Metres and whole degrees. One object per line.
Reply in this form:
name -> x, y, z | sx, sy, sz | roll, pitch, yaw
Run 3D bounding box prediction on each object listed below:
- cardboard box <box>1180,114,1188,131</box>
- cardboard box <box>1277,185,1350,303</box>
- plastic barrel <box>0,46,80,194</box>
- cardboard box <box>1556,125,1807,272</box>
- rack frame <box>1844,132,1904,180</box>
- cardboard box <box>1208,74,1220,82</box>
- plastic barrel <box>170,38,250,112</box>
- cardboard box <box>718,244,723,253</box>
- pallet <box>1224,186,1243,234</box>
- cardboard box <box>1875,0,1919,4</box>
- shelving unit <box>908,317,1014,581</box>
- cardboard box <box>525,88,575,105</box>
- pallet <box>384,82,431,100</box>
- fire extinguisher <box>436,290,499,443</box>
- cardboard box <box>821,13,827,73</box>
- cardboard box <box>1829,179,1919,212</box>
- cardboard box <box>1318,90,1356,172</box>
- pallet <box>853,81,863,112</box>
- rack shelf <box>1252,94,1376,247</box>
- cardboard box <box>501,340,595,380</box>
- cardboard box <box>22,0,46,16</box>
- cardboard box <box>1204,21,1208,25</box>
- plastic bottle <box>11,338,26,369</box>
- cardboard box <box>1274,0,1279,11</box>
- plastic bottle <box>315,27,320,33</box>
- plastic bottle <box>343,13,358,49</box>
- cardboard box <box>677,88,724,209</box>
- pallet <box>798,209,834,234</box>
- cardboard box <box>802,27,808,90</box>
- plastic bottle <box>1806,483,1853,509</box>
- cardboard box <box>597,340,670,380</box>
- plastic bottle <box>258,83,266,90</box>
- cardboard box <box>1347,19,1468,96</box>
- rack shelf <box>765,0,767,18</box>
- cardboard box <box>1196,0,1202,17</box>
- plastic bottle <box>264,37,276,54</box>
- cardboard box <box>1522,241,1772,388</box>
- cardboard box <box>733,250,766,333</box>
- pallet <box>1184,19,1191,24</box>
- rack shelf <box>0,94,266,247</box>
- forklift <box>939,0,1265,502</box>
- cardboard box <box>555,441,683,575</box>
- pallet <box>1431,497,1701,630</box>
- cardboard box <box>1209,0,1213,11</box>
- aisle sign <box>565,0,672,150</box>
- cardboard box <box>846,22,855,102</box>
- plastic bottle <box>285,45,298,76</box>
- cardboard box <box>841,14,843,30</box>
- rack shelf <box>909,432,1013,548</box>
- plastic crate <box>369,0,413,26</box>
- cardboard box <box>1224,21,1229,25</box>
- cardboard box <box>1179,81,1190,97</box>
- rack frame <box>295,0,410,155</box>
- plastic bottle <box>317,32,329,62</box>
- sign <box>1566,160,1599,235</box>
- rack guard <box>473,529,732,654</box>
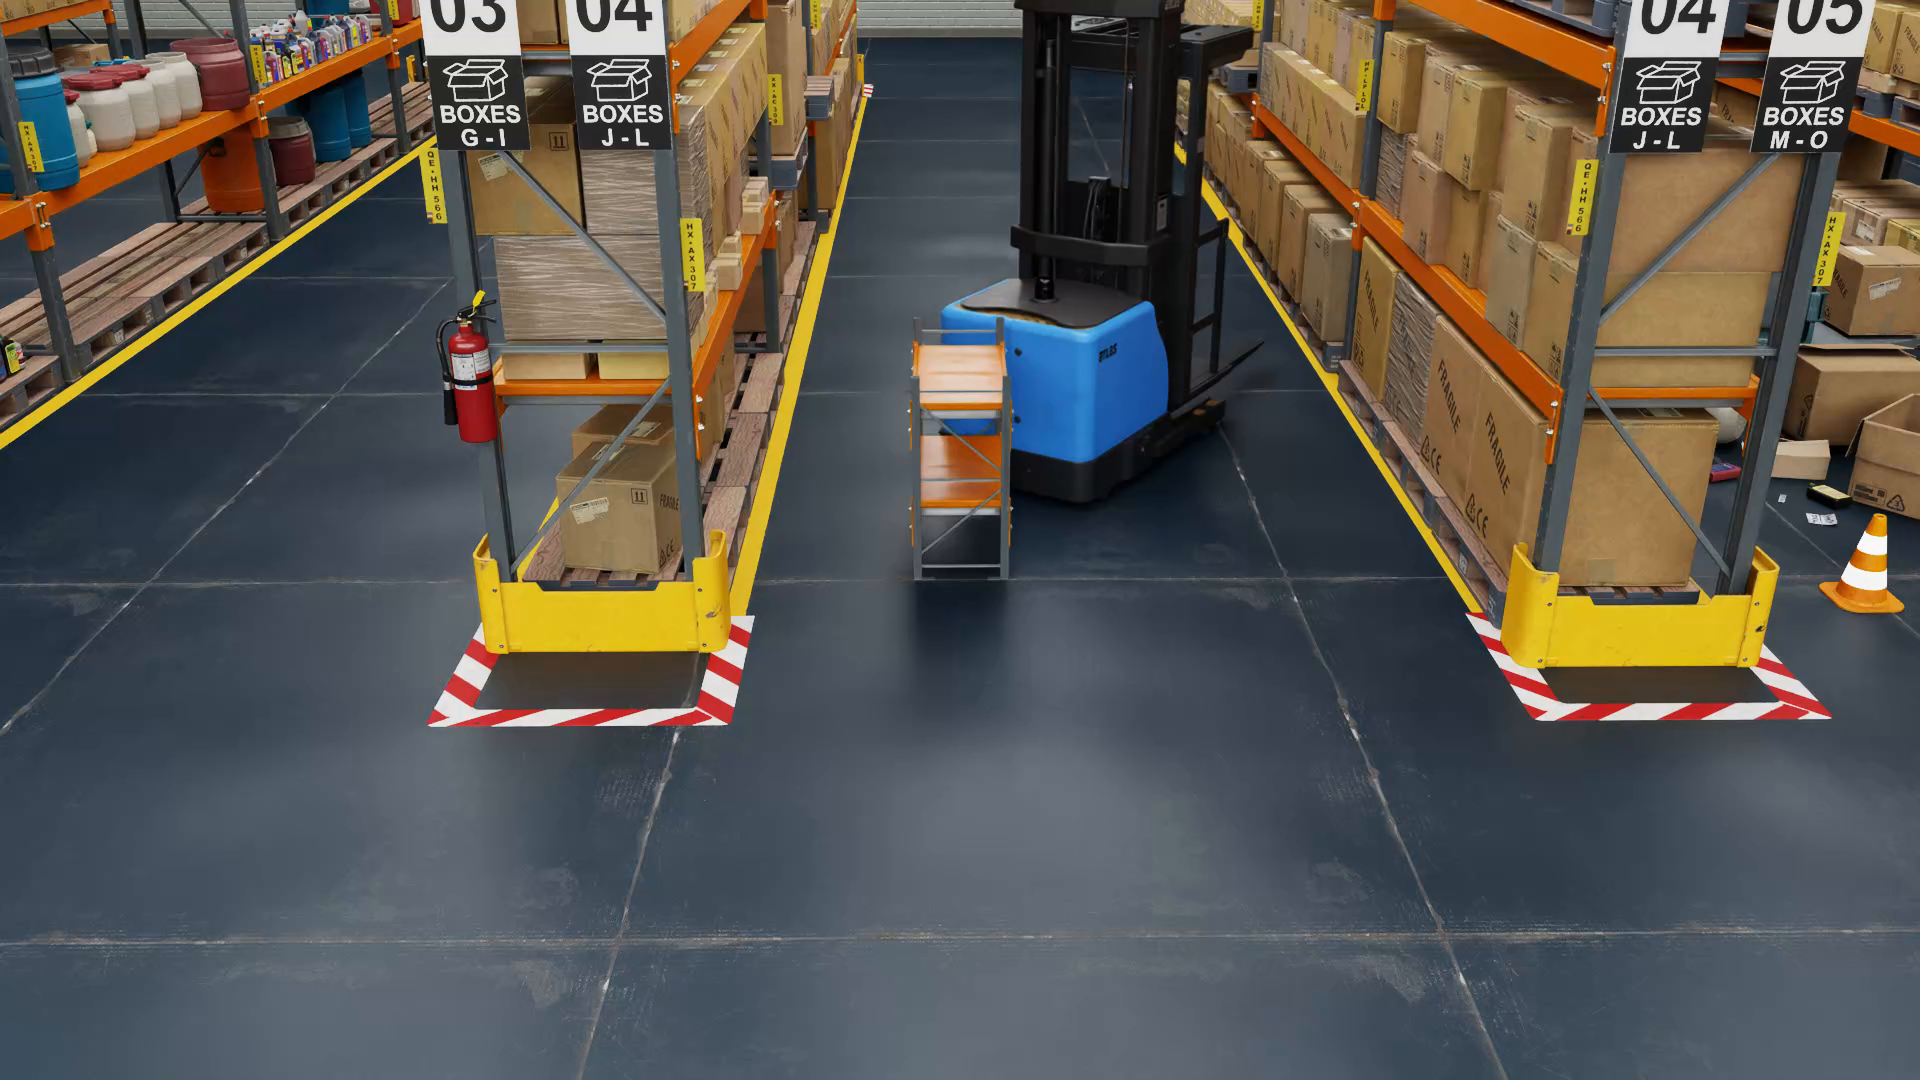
cardboard box -> 2.761, -4.838, 19.257 | 0.380, 0.149, 0.250 | 0, 24, 0
cardboard box -> 3.089, -2.308, 12.934 | 1.050, 0.750, 0.750 | 0, 24, -1
plastic barrel -> -6.422, -2.875, 11.359 | 0.600, 0.901, 0.708 | 0, 24, -1
cardboard box -> 3.271, -1.554, 7.554 | 0.875, 0.550, 0.550 | 0, 24, -1
rack frame -> 8.098, -4.201, 14.899 | 1.000, 3.000, 0.127 | 0, 24, -1
cardboard box -> 2.849, -4.874, 18.000 | 0.500, 0.250, 0.500 | -1, 24, -3
plastic barrel -> -6.456, -4.007, 14.304 | 0.600, 0.536, 0.708 | 0, 24, -1
cardboard box -> -1.544, -1.585, 9.420 | 0.380, 0.149, 0.250 | 0, 24, -1
pallet -> 3.142, -3.189, 16.045 | 1.003, 0.211, 1.213 | 0, 24, -1
cardboard box -> 7.871, -4.387, 14.318 | 0.500, 0.500, 0.500 | -1, 24, -2
shelving unit -> 0.000, -0.515, 9.024 | 0.538, 1.125, 1.048 | 0, 24, -1
cardboard box -> -1.989, -1.928, 8.178 | 0.500, 0.500, 0.500 | 0, 24, -1
pallet -> -6.881, -5.820, 21.863 | 1.003, 0.211, 1.213 | 0, 24, -1
fire extinguisher -> -2.184, -0.776, 7.419 | 0.296, 0.674, 0.183 | 0, 24, -1
cardboard box -> -1.562, -4.827, 16.162 | 0.500, 0.500, 0.500 | -1, 24, -2
cardboard box -> 8.094, -2.962, 14.839 | 0.950, 0.372, 0.625 | -2, 24, -4
cardboard box -> 2.914, -2.957, 12.026 | 0.500, 0.500, 0.500 | -1, 24, -1
pallet -> -1.812, -5.854, 21.936 | 1.003, 0.211, 1.213 | 0, 24, -1
rack shelf -> 3.171, -2.985, 13.084 | 1.077, 0.370, 4.000 | 0, 24, -1
cardboard box -> -1.934, -0.862, 7.821 | 0.380, 0.149, 0.250 | 0, 24, -1
cardboard box -> -11.513, -6.645, 20.182 | 0.500, 0.500, 0.500 | -1, 24, -1
cardboard box -> 2.670, -5.160, 16.814 | 0.380, 0.149, 0.250 | -1, 24, -2
plastic bottle -> -6.405, -1.264, 11.266 | 0.097, 0.201, 0.097 | 0, 24, 0
cardboard box -> 3.323, -5.321, 16.448 | 0.380, 0.149, 0.250 | -1, 24, -1
plastic bottle -> -6.594, -5.141, 17.133 | 0.097, 0.271, 0.097 | 0, 24, 0
plastic bottle -> -6.471, -5.383, 17.572 | 0.144, 0.351, 0.185 | 0, 24, -1
cardboard box -> -1.456, -1.931, 8.183 | 0.500, 0.500, 0.500 | 0, 24, -1
pallet -> -1.745, -3.211, 16.094 | 1.003, 0.211, 1.213 | 0, 24, -1
cardboard box -> -1.660, -3.942, 13.694 | 0.700, 0.500, 0.500 | 3, 25, 7
plastic bottle -> 5.078, -0.266, 9.764 | 0.133, 0.061, 0.283 | -9, 26, -19
cardboard box -> -1.489, -0.864, 7.826 | 0.380, 0.149, 0.250 | 0, 24, -1
plastic bottle -> -6.446, -4.258, 15.174 | 0.152, 0.276, 0.135 | 0, 24, -1
cardboard box -> 3.174, -3.407, 11.808 | 0.700, 0.500, 0.500 | -1, 24, -1
rack shelf -> -1.790, -4.372, 12.509 | 1.077, 0.370, 4.000 | 0, 24, -1
cardboard box -> 2.661, -5.513, 17.235 | 0.380, 0.149, 0.250 | -1, 24, -3
plastic bottle -> -7.047, -5.031, 16.975 | 0.097, 0.201, 0.097 | 0, 24, 0
cardboard box -> 3.187, -1.062, 7.776 | 0.875, 0.550, 0.550 | 0, 24, -1
cardboard box -> -1.753, -1.823, 12.140 | 0.700, 0.500, 0.500 | -2, 24, -5
pallet -> 2.968, -5.383, 17.744 | 1.003, 0.211, 1.213 | 0, 24, -1
rack shelf -> -6.742, -2.983, 13.078 | 1.077, 0.370, 4.000 | 0, 24, -1
forklift -> 1.086, -2.111, 10.361 | 1.130, 2.935, 3.031 | 15, 28, 29
cardboard box -> -1.714, -0.170, 8.510 | 0.500, 0.500, 0.500 | 4, 25, 9
pallet -> 3.150, 0.101, 8.772 | 1.003, 0.211, 1.213 | 0, 24, -1
cardboard box -> 2.672, -5.325, 16.458 | 0.380, 0.149, 0.250 | 0, 24, 1
aisle sign -> -1.424, -2.021, 6.923 | 0.394, 0.787, 0.004 | 0, 24, -1
cardboard box -> -1.802, -6.038, 21.029 | 0.875, 0.875, 0.875 | 0, 24, -1
plastic bottle -> -6.409, -4.602, 15.927 | 0.061, 0.283, 0.133 | 0, 24, -1
cardboard box -> -1.529, -5.922, 19.009 | 0.380, 0.149, 0.250 | -1, 24, -2
rack shelf -> 0.000, -0.293, 9.125 | 0.538, 0.278, 1.000 | 0, 24, -1
plastic crate -> -6.567, -6.208, 19.186 | 0.402, 0.464, 0.583 | 0, 24, -1
cardboard box -> 2.678, -4.770, 15.590 | 0.380, 0.149, 0.250 | 0, 24, 1
cardboard box -> 2.789, -5.302, 19.561 | 0.380, 0.149, 0.250 | 0, 24, -1
rack frame -> -6.808, -5.783, 18.396 | 1.000, 3.000, 0.127 | 0, 24, -1
plastic bottle -> -6.419, -4.964, 16.727 | 0.061, 0.283, 0.133 | 0, 24, -1
sign -> 2.694, -1.480, 7.189 | 0.100, 0.325, 0.005 | 0, 24, -1
rack guard -> -1.725, 0.247, 8.096 | 1.175, 0.500, 0.348 | 0, 24, -1
